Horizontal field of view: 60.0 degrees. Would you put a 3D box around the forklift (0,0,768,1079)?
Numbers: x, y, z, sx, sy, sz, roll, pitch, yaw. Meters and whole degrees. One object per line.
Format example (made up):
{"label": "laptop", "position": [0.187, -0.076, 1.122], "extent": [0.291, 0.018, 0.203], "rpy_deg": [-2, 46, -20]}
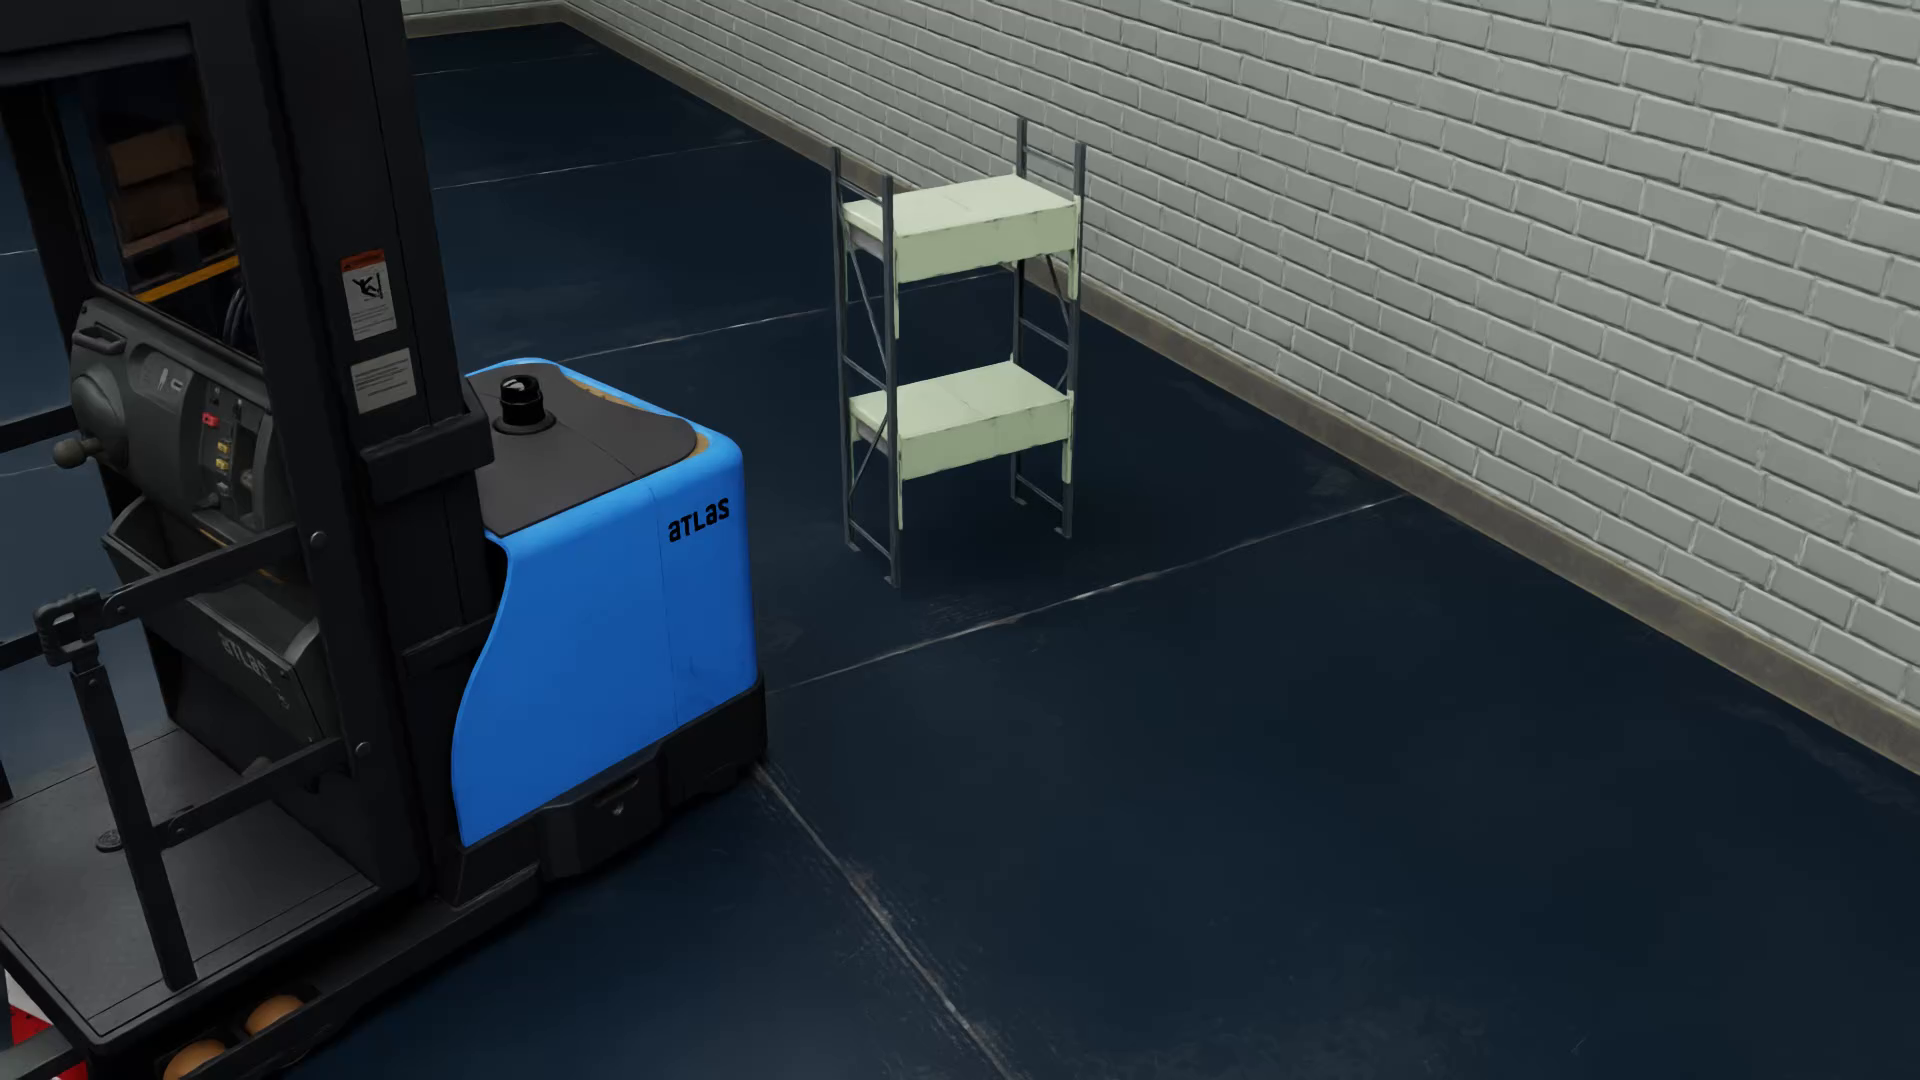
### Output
{"label": "forklift", "position": [-1.931, -0.233, 3.640], "extent": [1.130, 2.935, 3.031], "rpy_deg": [23, 36, 36]}

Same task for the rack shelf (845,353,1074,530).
{"label": "rack shelf", "position": [-0.006, -0.370, 6.042], "extent": [0.720, 0.370, 0.431], "rpy_deg": [-16, 33, -26]}

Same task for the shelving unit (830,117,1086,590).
{"label": "shelving unit", "position": [-0.006, -0.655, 5.885], "extent": [0.755, 1.500, 0.431], "rpy_deg": [-16, 33, -26]}

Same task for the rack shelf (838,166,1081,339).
{"label": "rack shelf", "position": [-0.006, -0.997, 5.696], "extent": [0.720, 0.370, 0.431], "rpy_deg": [-16, 33, -26]}

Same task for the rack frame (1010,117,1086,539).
{"label": "rack frame", "position": [0.310, -0.745, 6.047], "extent": [0.023, 1.500, 0.400], "rpy_deg": [-16, 33, -26]}

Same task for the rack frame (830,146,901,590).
{"label": "rack frame", "position": [-0.321, -0.565, 5.722], "extent": [0.023, 1.500, 0.400], "rpy_deg": [-16, 33, -26]}
